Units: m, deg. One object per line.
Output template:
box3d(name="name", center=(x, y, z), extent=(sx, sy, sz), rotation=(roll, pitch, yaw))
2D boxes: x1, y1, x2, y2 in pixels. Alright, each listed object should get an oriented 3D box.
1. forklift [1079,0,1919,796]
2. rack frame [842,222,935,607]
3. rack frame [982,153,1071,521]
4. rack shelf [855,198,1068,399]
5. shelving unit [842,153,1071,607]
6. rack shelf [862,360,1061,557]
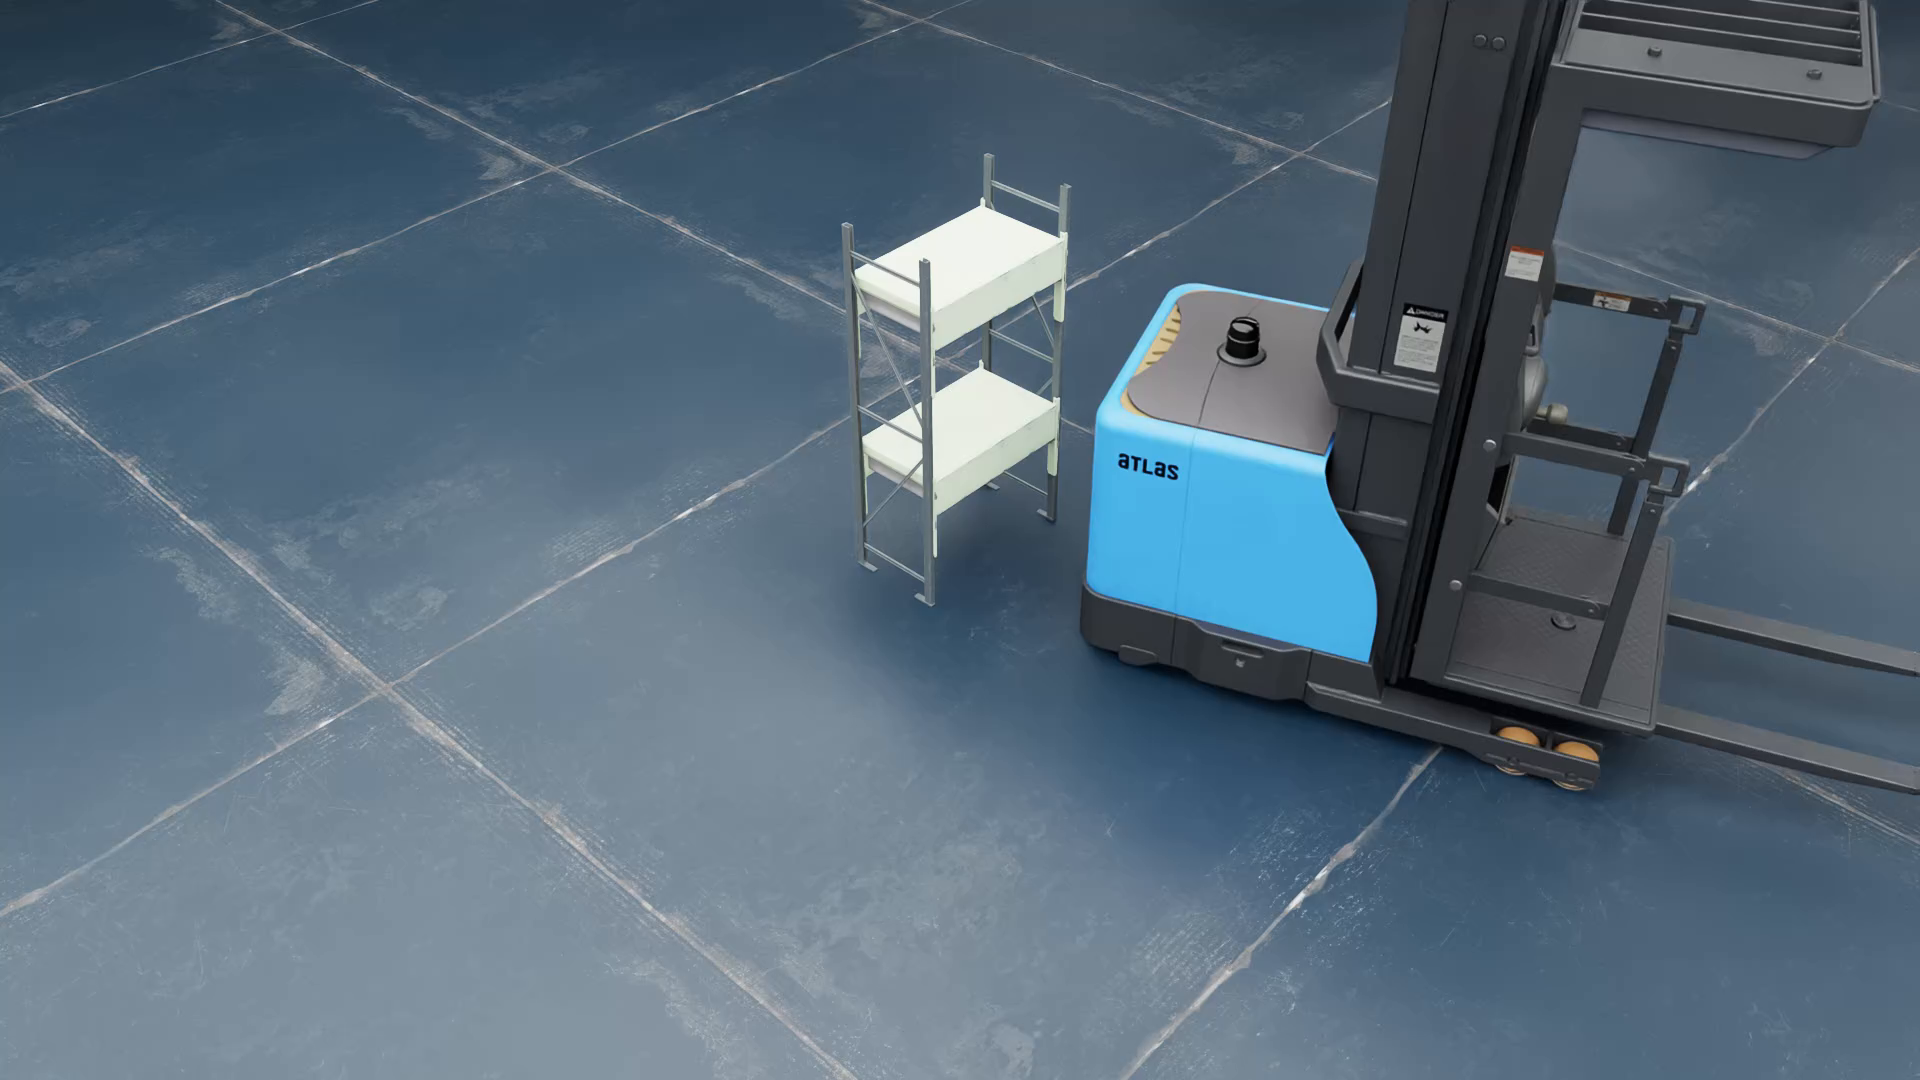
box3d(name="forklift", center=(2.015, -0.671, 5.238), extent=(3.031, 2.935, 1.130), rotation=(14, 41, 17))
box3d(name="rack frame", center=(-0.251, -0.416, 6.068), extent=(0.400, 1.500, 0.023), rotation=(30, 47, 32))
box3d(name="rack frame", center=(0.242, -0.752, 6.491), extent=(0.400, 1.500, 0.023), rotation=(30, 47, 32))
box3d(name="rack shelf", center=(-0.004, -0.889, 6.036), extent=(0.431, 0.370, 0.720), rotation=(30, 47, 32))
box3d(name="shelving unit", center=(-0.004, -0.584, 6.279), extent=(0.431, 1.500, 0.755), rotation=(30, 47, 32))
box3d(name="rack shelf", center=(-0.004, -0.329, 6.482), extent=(0.431, 0.370, 0.720), rotation=(30, 47, 32))
